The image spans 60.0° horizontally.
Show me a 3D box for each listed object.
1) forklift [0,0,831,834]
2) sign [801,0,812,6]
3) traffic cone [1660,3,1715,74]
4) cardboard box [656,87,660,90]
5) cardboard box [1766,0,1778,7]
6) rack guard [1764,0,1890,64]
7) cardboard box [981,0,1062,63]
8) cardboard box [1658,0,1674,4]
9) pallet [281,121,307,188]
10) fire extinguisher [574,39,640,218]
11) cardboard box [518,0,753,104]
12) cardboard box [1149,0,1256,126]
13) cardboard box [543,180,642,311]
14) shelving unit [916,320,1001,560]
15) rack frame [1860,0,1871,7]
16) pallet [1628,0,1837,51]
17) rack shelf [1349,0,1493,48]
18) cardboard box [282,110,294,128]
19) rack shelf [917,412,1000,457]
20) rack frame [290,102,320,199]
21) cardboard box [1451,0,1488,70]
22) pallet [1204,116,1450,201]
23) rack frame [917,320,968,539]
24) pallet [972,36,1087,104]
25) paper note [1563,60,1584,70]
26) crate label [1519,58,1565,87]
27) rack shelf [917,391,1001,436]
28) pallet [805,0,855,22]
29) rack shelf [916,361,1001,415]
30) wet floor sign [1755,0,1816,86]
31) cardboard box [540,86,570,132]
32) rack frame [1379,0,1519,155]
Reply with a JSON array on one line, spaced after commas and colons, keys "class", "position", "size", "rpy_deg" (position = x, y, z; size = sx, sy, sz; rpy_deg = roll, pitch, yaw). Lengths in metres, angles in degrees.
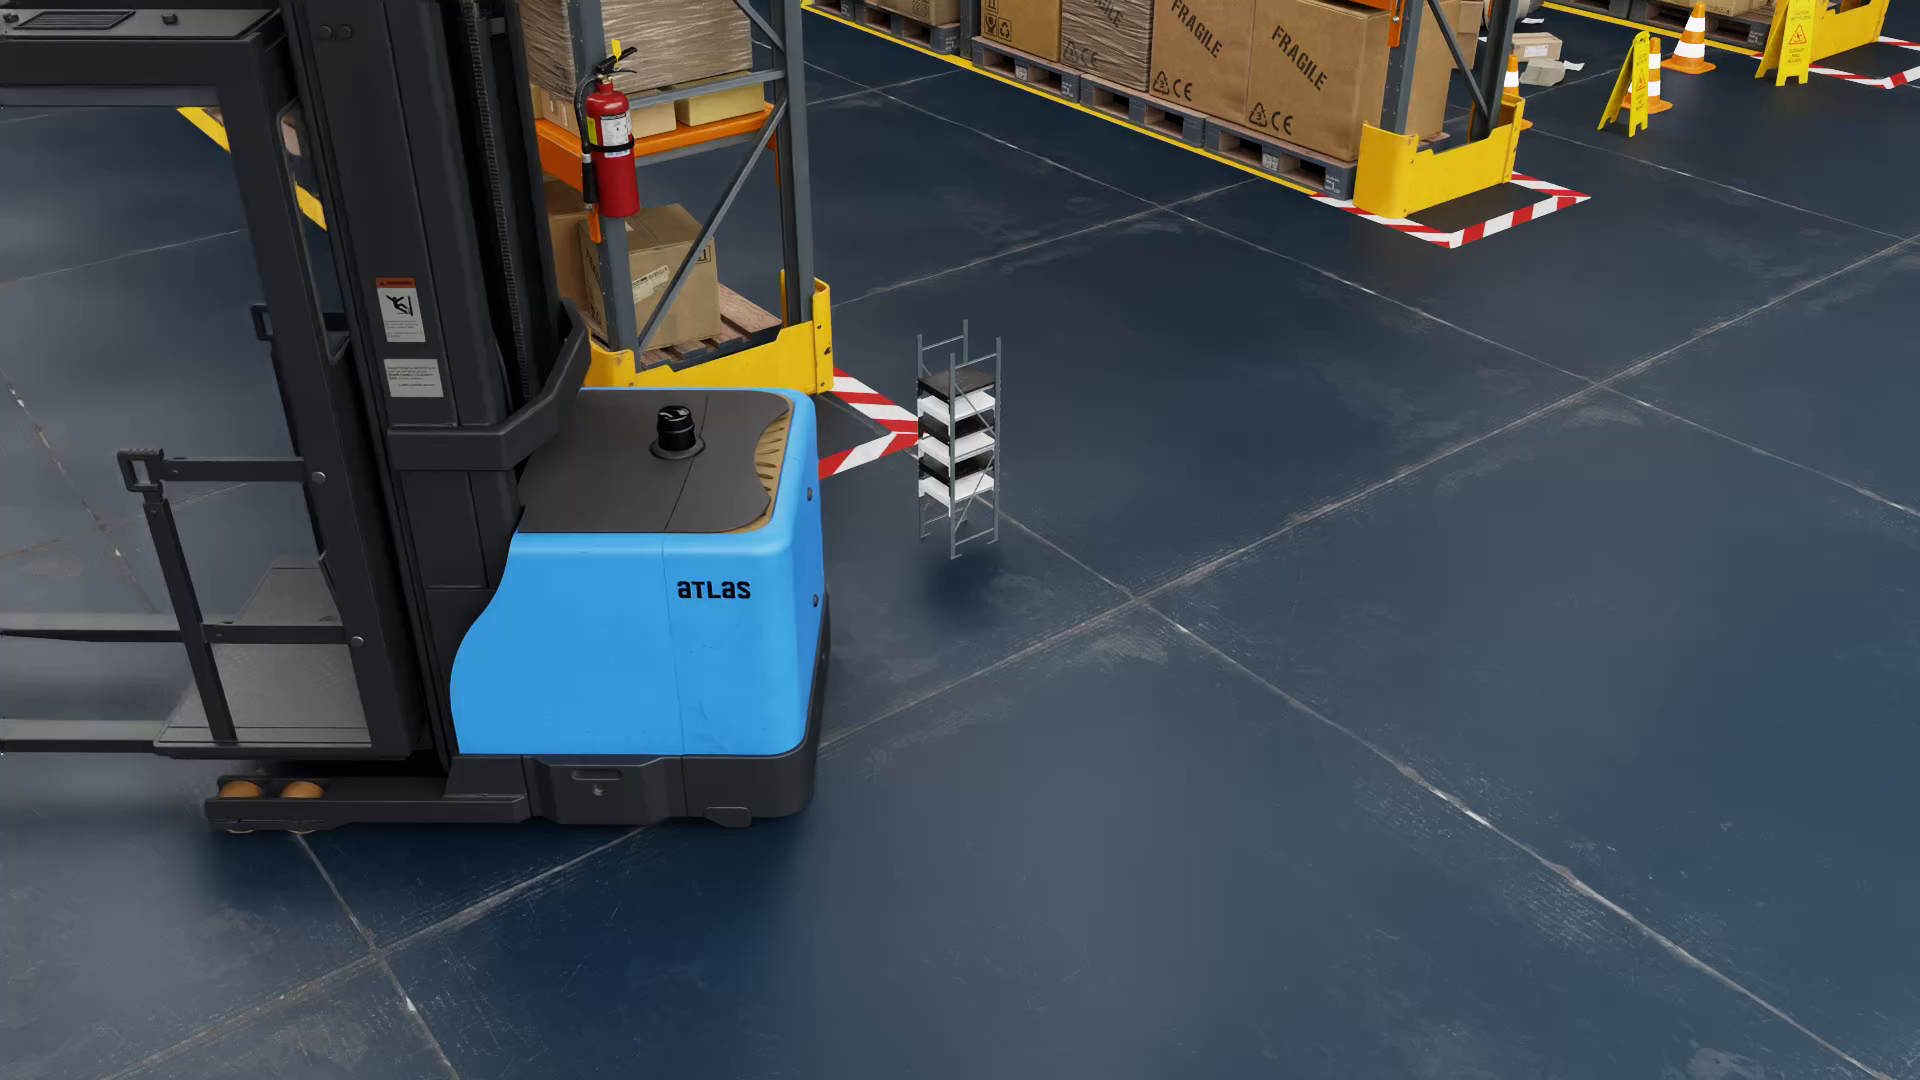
[{"class": "forklift", "position": [-1.985, -0.596, 4.932], "size": [3.031, 2.935, 1.130], "rpy_deg": [0, 32, 0]}, {"class": "sign", "position": [-0.668, -2.400, 6.951], "size": [0.100, 0.325, 0.005], "rpy_deg": [-22, 38, -31]}, {"class": "traffic cone", "position": [5.449, -3.747, 12.345], "size": [0.336, 0.463, 0.334], "rpy_deg": [-22, 38, -31]}, {"class": "cardboard box", "position": [-1.221, -2.057, 7.456], "size": [0.380, 0.149, 0.250], "rpy_deg": [-22, 38, -31]}, {"class": "cardboard box", "position": [6.456, -4.499, 13.359], "size": [0.500, 0.250, 0.500], "rpy_deg": [-23, 38, -32]}, {"class": "rack guard", "position": [6.685, -4.033, 12.770], "size": [1.175, 0.500, 0.348], "rpy_deg": [-22, 38, -31]}, {"class": "cardboard box", "position": [0.761, -4.078, 12.088], "size": [0.875, 0.875, 0.875], "rpy_deg": [-22, 38, -31]}, {"class": "cardboard box", "position": [5.712, -4.542, 13.428], "size": [0.500, 0.250, 0.500], "rpy_deg": [-22, 38, -31]}, {"class": "pallet", "position": [-4.028, -2.663, 10.838], "size": [1.003, 0.211, 1.213], "rpy_deg": [-22, 38, -31]}, {"class": "fire extinguisher", "position": [-1.390, -1.627, 6.600], "size": [0.296, 0.674, 0.183], "rpy_deg": [-22, 38, -31]}, {"class": "cardboard box", "position": [-1.412, -2.264, 7.175], "size": [0.875, 0.500, 0.500], "rpy_deg": [-22, 38, -31]}, {"class": "cardboard box", "position": [1.875, -3.323, 10.872], "size": [0.875, 0.875, 0.875], "rpy_deg": [-23, 39, -32]}, {"class": "cardboard box", "position": [-1.859, -1.477, 8.256], "size": [0.500, 0.500, 0.500], "rpy_deg": [-12, 34, -19]}, {"class": "shelving unit", "position": [-0.005, -0.386, 6.518], "size": [0.258, 0.900, 0.210], "rpy_deg": [-22, 38, -31]}, {"class": "rack frame", "position": [6.732, -5.063, 12.059], "size": [1.000, 3.000, 0.127], "rpy_deg": [-22, 38, -31]}, {"class": "pallet", "position": [6.215, -4.260, 13.409], "size": [1.003, 0.211, 1.213], "rpy_deg": [-22, 38, -31]}, {"class": "rack shelf", "position": [1.657, -3.947, 10.945], "size": [1.077, 0.370, 4.000], "rpy_deg": [-22, 38, -31]}, {"class": "cardboard box", "position": [-3.908, -2.912, 10.548], "size": [0.700, 0.500, 0.500], "rpy_deg": [-26, 40, -35]}, {"class": "rack shelf", "position": [-0.005, -0.434, 6.488], "size": [0.258, 0.077, 0.200], "rpy_deg": [-22, 38, -31]}, {"class": "rack frame", "position": [-3.549, -3.524, 9.581], "size": [1.000, 3.000, 0.127], "rpy_deg": [-22, 38, -31]}, {"class": "cardboard box", "position": [3.655, -3.916, 12.578], "size": [0.637, 0.503, 0.797], "rpy_deg": [6, 32, 10]}, {"class": "pallet", "position": [2.332, -2.543, 10.644], "size": [1.003, 0.211, 1.213], "rpy_deg": [-22, 38, -31]}, {"class": "rack frame", "position": [-0.067, -0.428, 6.586], "size": [0.240, 0.900, 0.006], "rpy_deg": [-22, 38, -31]}, {"class": "pallet", "position": [0.836, -3.560, 12.282], "size": [1.003, 0.211, 1.213], "rpy_deg": [-22, 38, -31]}, {"class": "paper note", "position": [4.580, -3.552, 12.440], "size": [0.142, 0.019, 0.148], "rpy_deg": [18, 36, 27]}, {"class": "crate label", "position": [4.250, -3.416, 12.120], "size": [0.298, 0.136, 0.250], "rpy_deg": [12, 34, 19]}, {"class": "rack shelf", "position": [-0.005, -0.510, 6.441], "size": [0.258, 0.077, 0.200], "rpy_deg": [-22, 38, -31]}, {"class": "pallet", "position": [-0.854, -4.708, 14.130], "size": [1.003, 0.211, 1.213], "rpy_deg": [-22, 38, -31]}, {"class": "rack shelf", "position": [-0.005, -0.587, 6.393], "size": [0.258, 0.077, 0.200], "rpy_deg": [-22, 38, -31]}, {"class": "wet floor sign", "position": [6.003, -3.638, 11.995], "size": [0.267, 0.644, 0.232], "rpy_deg": [-10, 33, -15]}, {"class": "cardboard box", "position": [-1.587, -1.907, 7.215], "size": [0.380, 0.149, 0.250], "rpy_deg": [-22, 38, -31]}, {"class": "rack frame", "position": [2.884, -3.420, 9.413], "size": [1.000, 3.000, 0.127], "rpy_deg": [-22, 38, -31]}]
